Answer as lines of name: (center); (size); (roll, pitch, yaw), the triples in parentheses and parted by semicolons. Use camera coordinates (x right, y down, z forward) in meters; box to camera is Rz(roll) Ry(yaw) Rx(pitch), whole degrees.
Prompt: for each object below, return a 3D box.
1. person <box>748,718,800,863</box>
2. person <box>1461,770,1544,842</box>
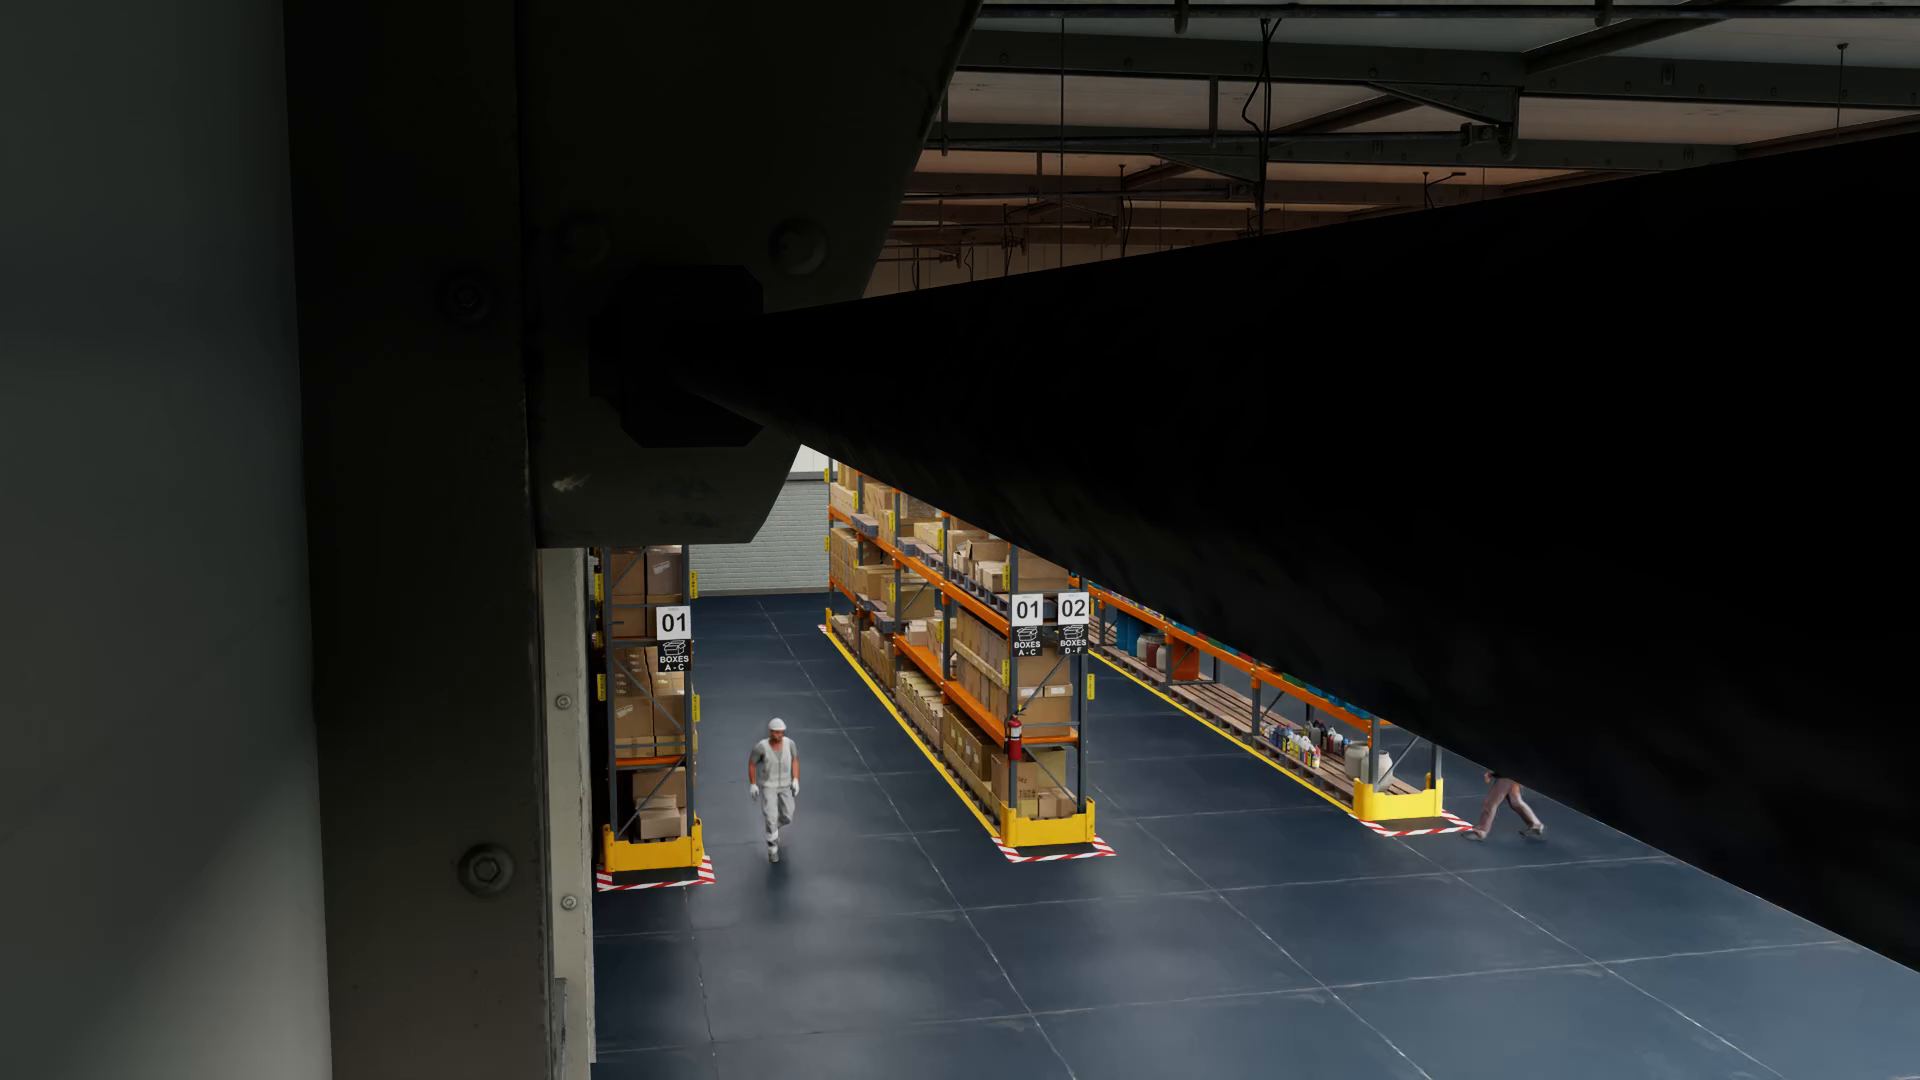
person: (-2.322, 3.033, 20.537); (0.620, 1.760, 0.717); (-3, 8, -27)
person: (6.903, 2.999, 21.092); (1.070, 1.674, 0.550); (0, 7, 4)
